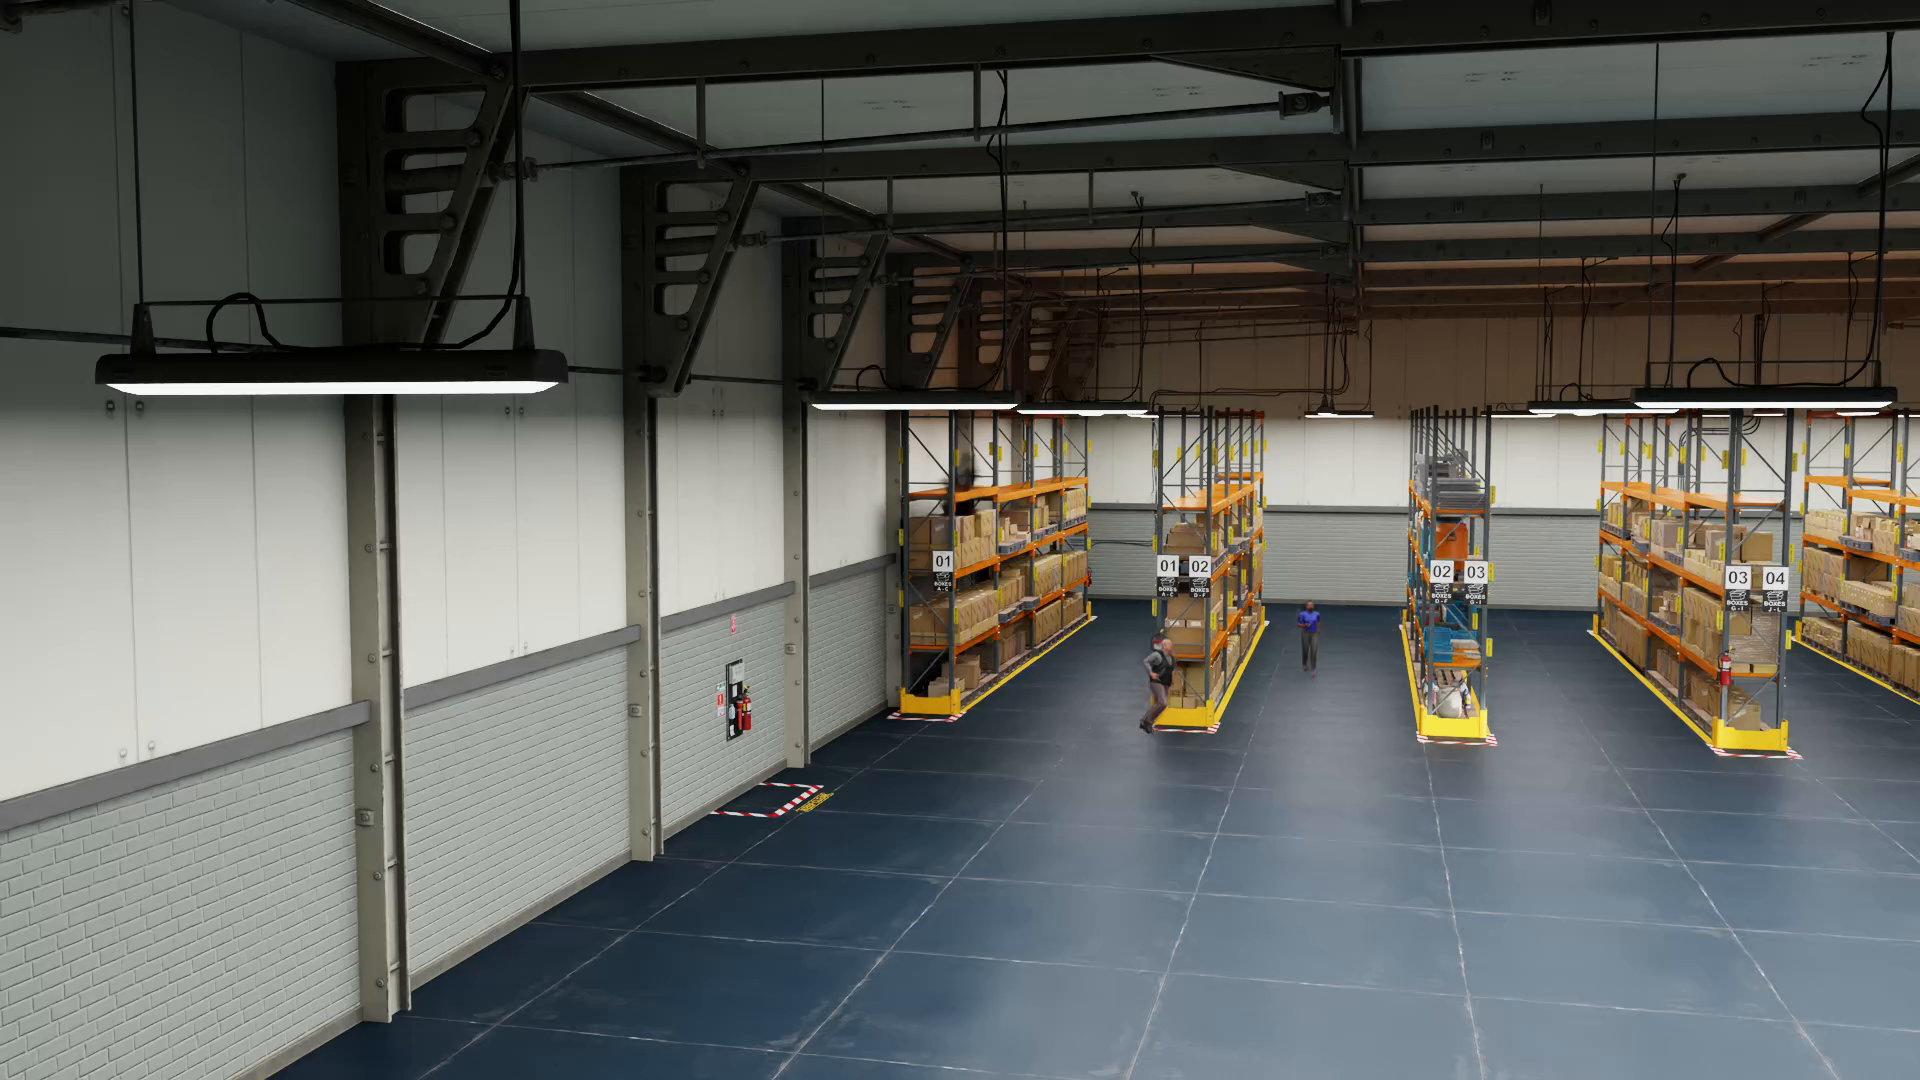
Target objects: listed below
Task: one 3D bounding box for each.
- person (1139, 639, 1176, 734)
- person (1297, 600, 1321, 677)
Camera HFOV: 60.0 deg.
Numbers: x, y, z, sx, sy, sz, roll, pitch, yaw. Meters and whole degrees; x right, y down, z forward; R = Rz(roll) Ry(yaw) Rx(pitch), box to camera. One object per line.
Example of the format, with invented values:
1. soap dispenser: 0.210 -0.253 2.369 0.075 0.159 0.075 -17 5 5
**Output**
1. person: 3.605 2.628 30.006 0.714 1.680 0.626 -4 6 -44
2. person: 7.854 2.183 37.361 0.575 1.657 0.909 0 4 4
